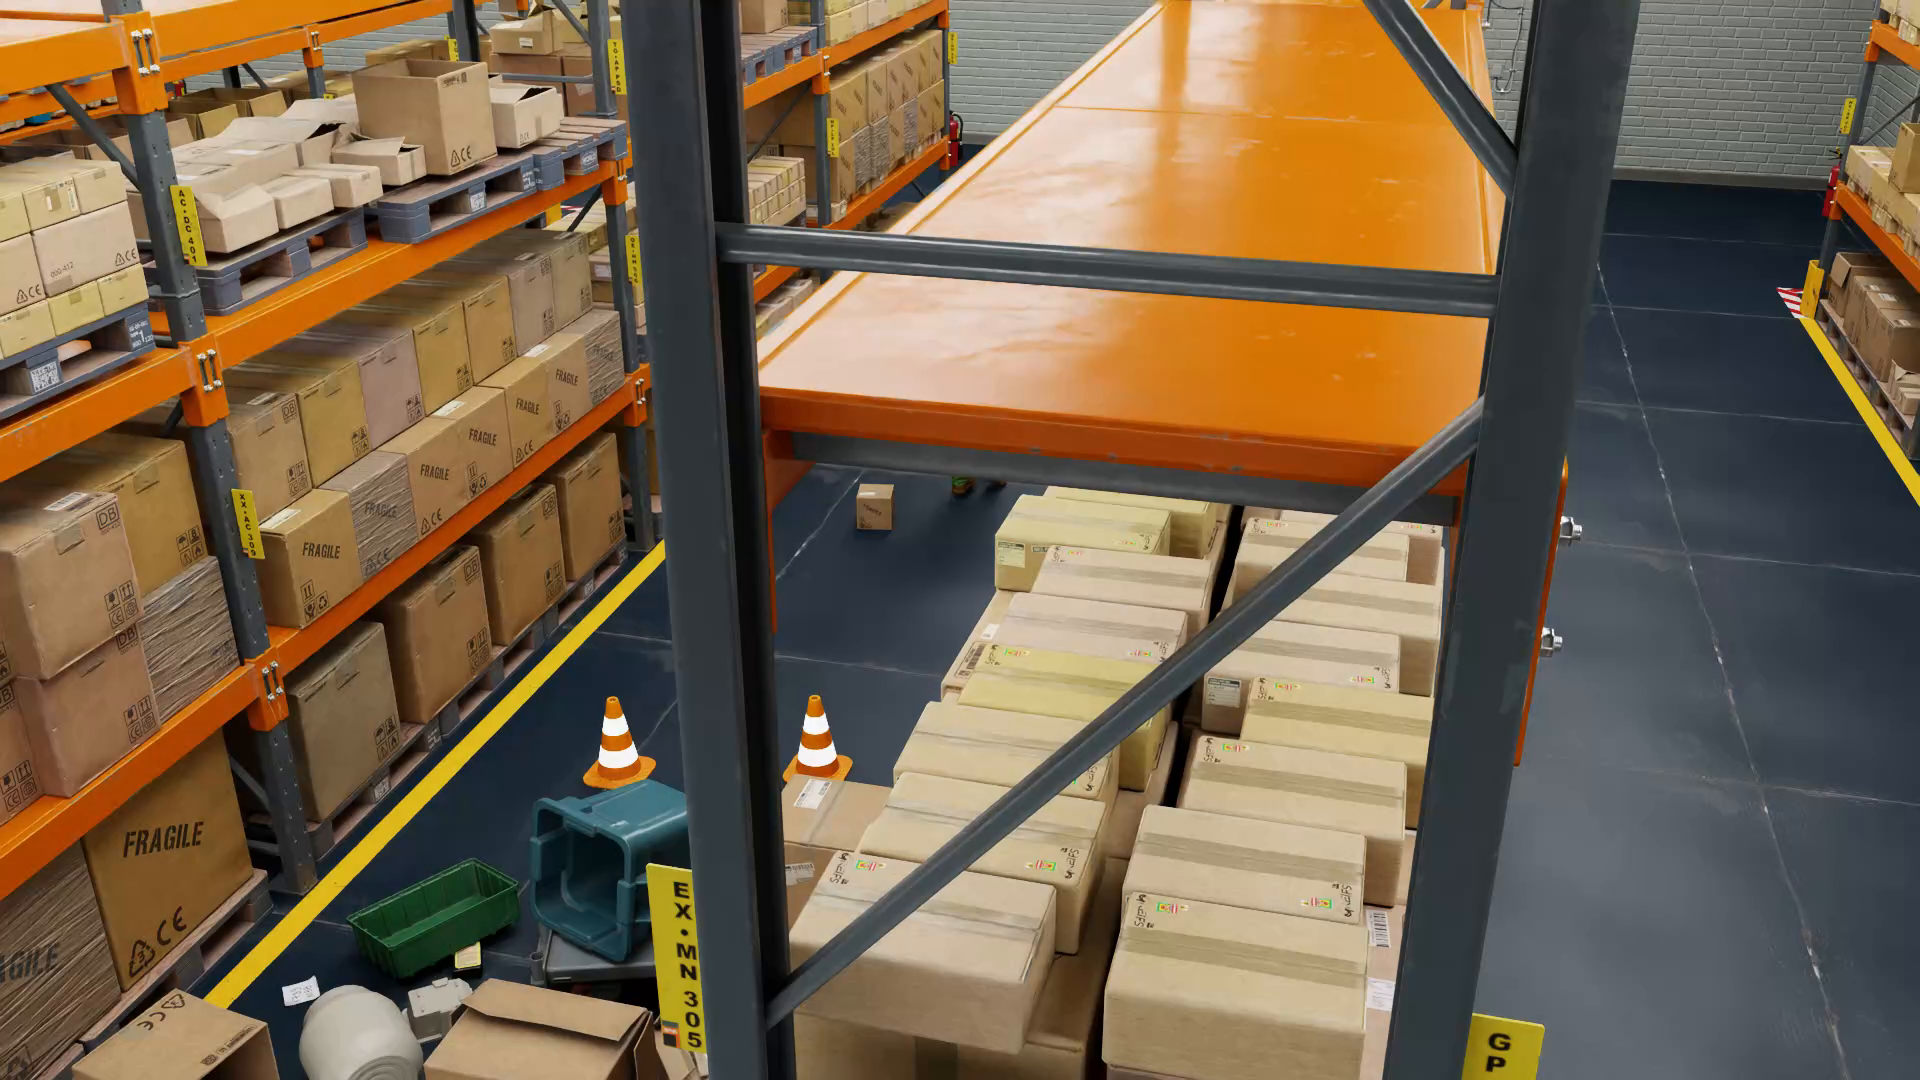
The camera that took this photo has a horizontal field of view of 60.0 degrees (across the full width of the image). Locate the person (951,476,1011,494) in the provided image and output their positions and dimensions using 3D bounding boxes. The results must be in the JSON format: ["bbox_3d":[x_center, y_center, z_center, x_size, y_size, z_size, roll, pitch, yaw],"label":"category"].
[{"bbox_3d":[0.150,-1.095,12.337,0.537,1.600,0.592,14,28,27],"label":"person"}]
